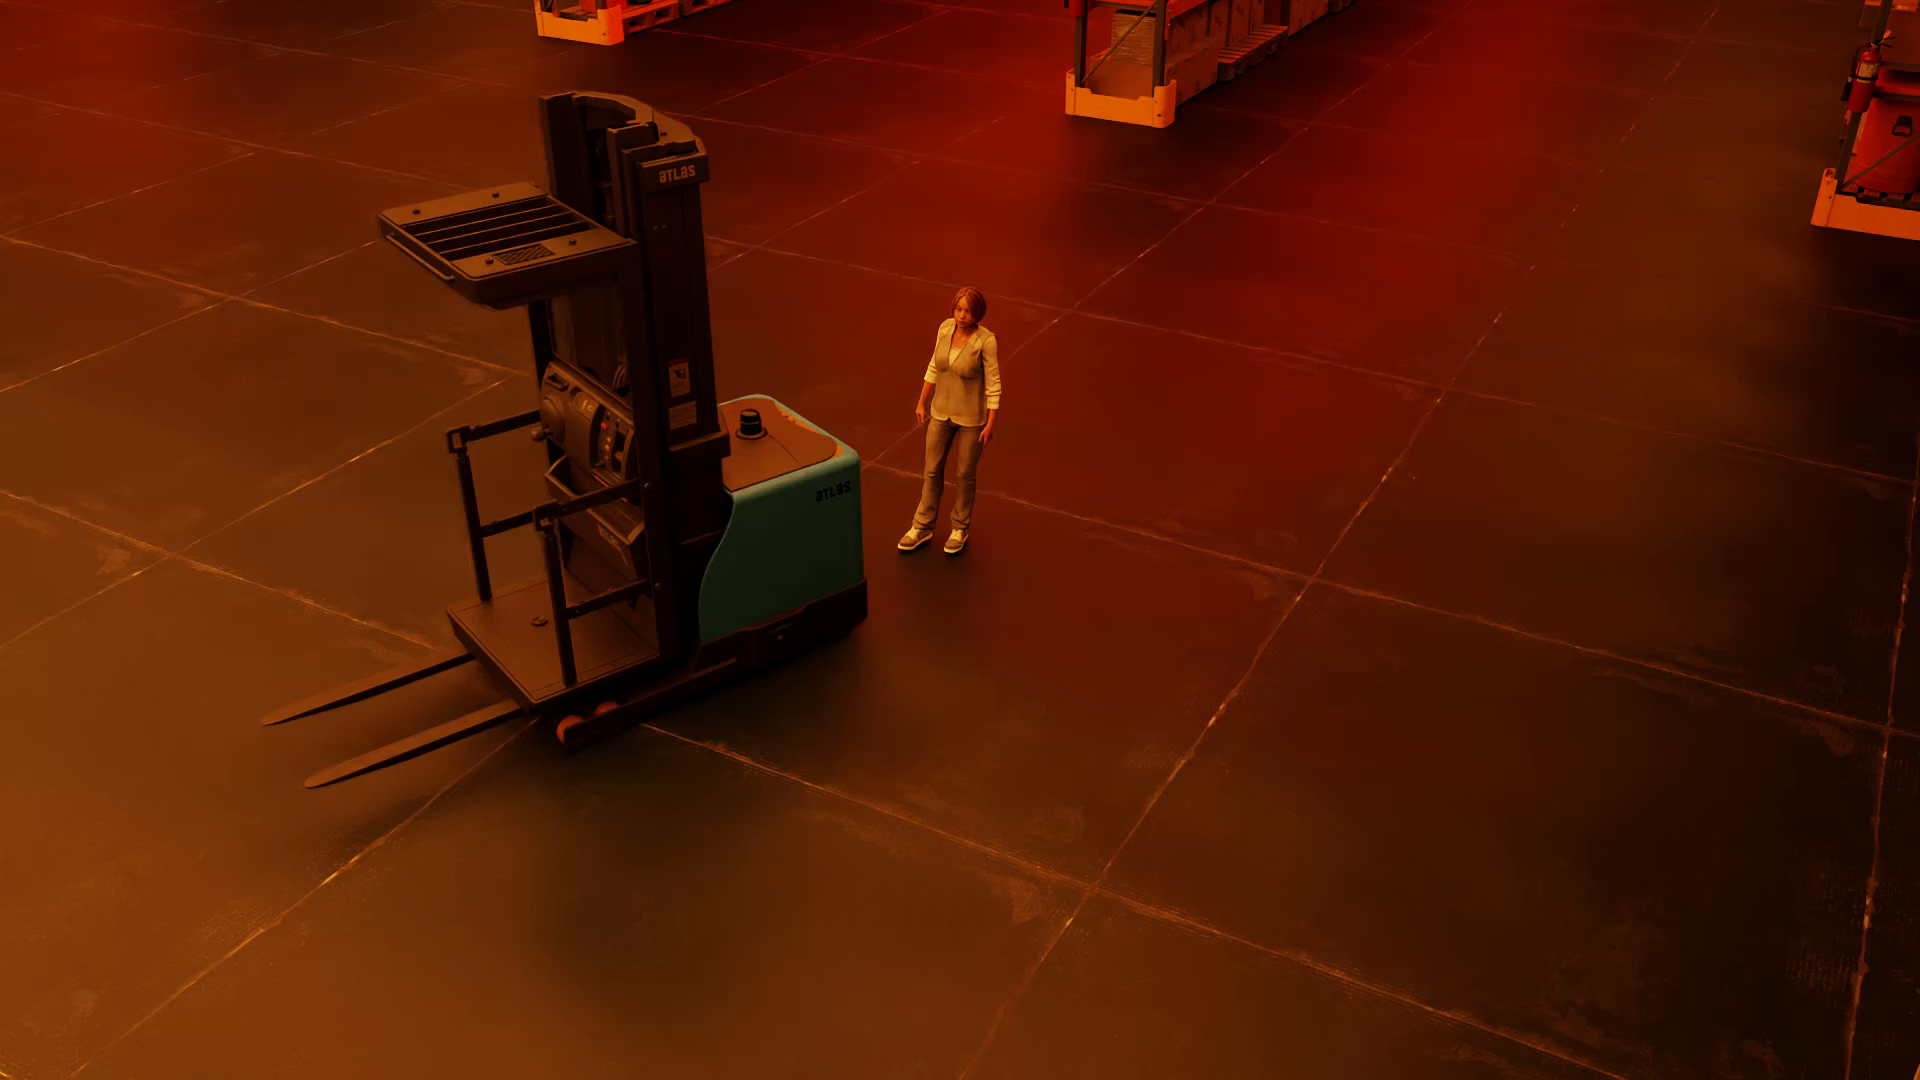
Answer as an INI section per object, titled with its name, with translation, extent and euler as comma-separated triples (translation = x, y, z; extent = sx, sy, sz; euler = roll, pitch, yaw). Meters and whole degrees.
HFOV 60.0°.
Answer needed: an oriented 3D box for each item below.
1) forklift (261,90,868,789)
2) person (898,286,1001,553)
[forklift]
translation = -1.984, -0.537, 8.000
extent = 3.031, 2.935, 1.130
euler = -21, 36, -32
[person]
translation = -0.049, -0.669, 9.549
extent = 0.520, 1.599, 0.473
euler = 15, 33, 25
